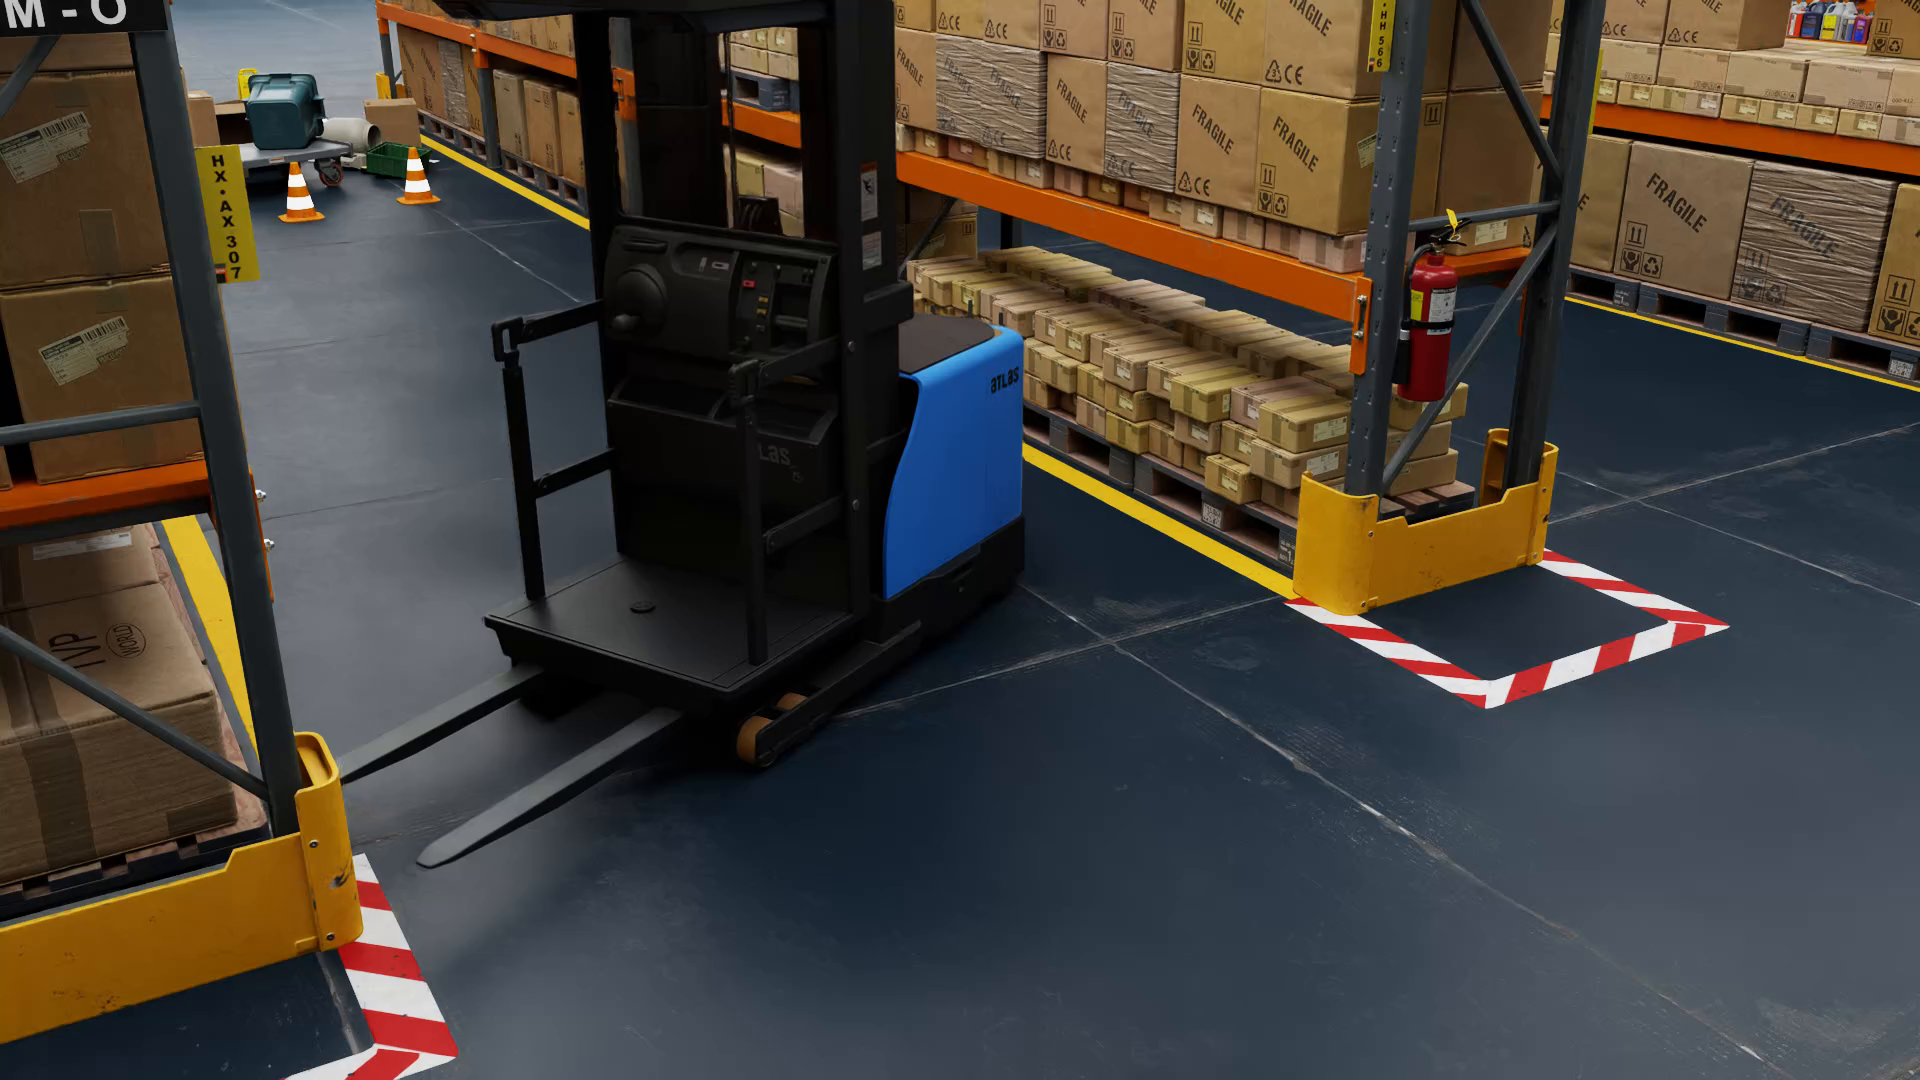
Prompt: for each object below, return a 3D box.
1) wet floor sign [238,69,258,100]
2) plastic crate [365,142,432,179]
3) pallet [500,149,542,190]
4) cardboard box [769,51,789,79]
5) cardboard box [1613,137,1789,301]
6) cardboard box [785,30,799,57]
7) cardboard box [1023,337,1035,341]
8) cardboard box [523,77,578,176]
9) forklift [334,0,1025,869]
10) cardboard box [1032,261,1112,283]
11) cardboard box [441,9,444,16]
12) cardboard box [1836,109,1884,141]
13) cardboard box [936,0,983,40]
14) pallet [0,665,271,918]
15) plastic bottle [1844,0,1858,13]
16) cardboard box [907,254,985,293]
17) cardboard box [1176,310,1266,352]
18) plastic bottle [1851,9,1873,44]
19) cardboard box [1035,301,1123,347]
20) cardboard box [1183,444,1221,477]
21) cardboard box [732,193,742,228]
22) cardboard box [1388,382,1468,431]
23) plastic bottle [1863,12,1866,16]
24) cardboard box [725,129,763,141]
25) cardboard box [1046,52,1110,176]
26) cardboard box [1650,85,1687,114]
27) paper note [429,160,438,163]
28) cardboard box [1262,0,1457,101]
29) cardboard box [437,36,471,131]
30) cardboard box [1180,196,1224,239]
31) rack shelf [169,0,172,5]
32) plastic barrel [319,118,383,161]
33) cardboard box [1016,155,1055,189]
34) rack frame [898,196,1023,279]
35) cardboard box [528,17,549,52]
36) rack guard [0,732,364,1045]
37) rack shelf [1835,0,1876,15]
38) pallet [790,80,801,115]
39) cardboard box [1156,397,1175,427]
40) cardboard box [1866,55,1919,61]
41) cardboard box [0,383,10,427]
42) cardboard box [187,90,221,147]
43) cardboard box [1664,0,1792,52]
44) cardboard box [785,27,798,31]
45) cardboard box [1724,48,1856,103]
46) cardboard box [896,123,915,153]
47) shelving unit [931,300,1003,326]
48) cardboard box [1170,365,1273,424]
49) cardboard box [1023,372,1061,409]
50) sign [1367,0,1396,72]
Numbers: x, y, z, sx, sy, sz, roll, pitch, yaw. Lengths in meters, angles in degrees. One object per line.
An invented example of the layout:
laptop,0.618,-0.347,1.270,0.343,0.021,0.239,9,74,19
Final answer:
wet floor sign,-7.925,-4.940,18.609,0.267,0.644,0.232,-18,28,-37
plastic crate,-5.380,-3.636,15.931,0.450,0.188,0.662,9,22,-4
pallet,-3.706,-3.580,15.840,1.003,0.211,1.213,-13,25,-28
cardboard box,-0.985,-3.022,10.538,0.380,0.149,0.250,-14,26,-30
cardboard box,4.965,-2.129,10.830,0.875,0.875,0.875,-13,25,-28
cardboard box,-0.855,-3.078,10.282,0.380,0.149,0.250,-14,26,-30
cardboard box,0.449,-1.032,8.701,0.380,0.149,0.250,-11,25,-26
cardboard box,-3.281,-3.763,15.016,1.050,0.750,0.750,-13,25,-28
forklift,-0.935,-0.810,5.412,1.130,2.935,3.031,13,26,29
cardboard box,0.625,-1.448,9.328,0.380,0.149,0.250,-13,25,-29
cardboard box,-4.839,-5.665,17.067,0.875,0.550,0.550,-13,25,-28
cardboard box,5.293,-2.410,9.591,0.380,0.149,0.250,-13,26,-29
cardboard box,0.221,-2.807,8.379,0.500,0.500,0.500,-13,26,-30
pallet,-2.715,0.810,5.039,1.003,0.211,1.213,-13,25,-28
plastic bottle,7.869,-4.631,14.787,0.144,0.351,0.185,-13,25,-28
cardboard box,-0.080,-1.516,9.496,0.380,0.149,0.250,-11,25,-26
cardboard box,1.300,-1.030,8.299,0.380,0.149,0.250,-12,25,-27
plastic bottle,7.859,-4.469,14.478,0.061,0.283,0.133,-13,25,-28
cardboard box,0.604,-1.092,8.454,0.380,0.149,0.250,-14,26,-30
cardboard box,1.238,-0.393,7.523,0.380,0.149,0.250,-13,25,-28
cardboard box,-1.193,-2.078,11.203,0.500,0.500,0.500,-13,26,-29
cardboard box,1.989,-0.607,7.260,0.380,0.149,0.250,-14,26,-31
plastic bottle,8.264,-4.747,15.271,0.097,0.201,0.097,0,22,0
cardboard box,-1.718,-2.763,11.891,0.500,0.250,0.500,-13,25,-29
cardboard box,0.742,-1.996,7.712,0.500,0.500,0.500,-11,25,-26
cardboard box,4.639,-2.825,10.612,0.380,0.149,0.250,-13,25,-29
paper note,-5.287,-3.776,16.559,0.142,0.020,0.147,8,23,18
cardboard box,1.517,-1.971,6.320,0.500,0.500,0.500,-13,26,-29
cardboard box,-4.890,-4.826,17.465,0.875,0.875,0.875,-12,25,-28
cardboard box,1.169,-1.402,7.110,0.380,0.149,0.250,-12,25,-27
rack shelf,-3.261,-1.942,5.077,1.077,0.370,4.000,-13,25,-28
plastic barrel,-6.063,-3.986,16.556,0.512,0.421,0.421,4,22,9
cardboard box,0.500,-1.830,8.163,0.380,0.149,0.250,-11,25,-26
rack frame,-0.078,-2.518,9.522,1.000,3.000,0.127,-13,25,-28
cardboard box,-3.357,-4.442,14.123,0.500,0.500,0.500,-12,25,-27
rack guard,-2.227,0.928,4.365,1.175,0.500,0.348,-13,25,-28
rack shelf,11.734,-5.657,18.202,1.077,0.370,4.000,-13,25,-28
pallet,-0.344,-2.704,10.236,1.003,0.211,1.213,-13,25,-28
cardboard box,1.134,-0.625,7.699,0.380,0.149,0.250,-13,25,-29
cardboard box,5.743,-2.750,9.898,0.500,0.250,0.500,-14,26,-30
cardboard box,-2.956,-0.555,4.561,0.500,0.500,0.500,-13,26,-29
cardboard box,-6.854,-3.668,14.665,0.500,0.500,0.500,-13,25,-28
cardboard box,4.777,-3.322,10.309,0.500,0.500,0.500,-14,26,-30
cardboard box,-0.854,-3.220,10.235,0.380,0.149,0.250,-13,25,-28
cardboard box,5.017,-2.815,10.058,0.500,0.250,0.500,-13,25,-28
cardboard box,-0.215,-2.247,9.189,0.380,0.149,0.250,-12,25,-26
shelving unit,0.027,-0.469,7.071,0.215,1.050,0.252,-13,25,-28
cardboard box,1.156,-0.647,7.357,0.380,0.149,0.250,-13,26,-29
cardboard box,0.529,-0.800,8.524,0.380,0.149,0.250,-13,26,-30
sign,1.478,-1.805,5.812,0.100,0.325,0.005,-13,25,-28
